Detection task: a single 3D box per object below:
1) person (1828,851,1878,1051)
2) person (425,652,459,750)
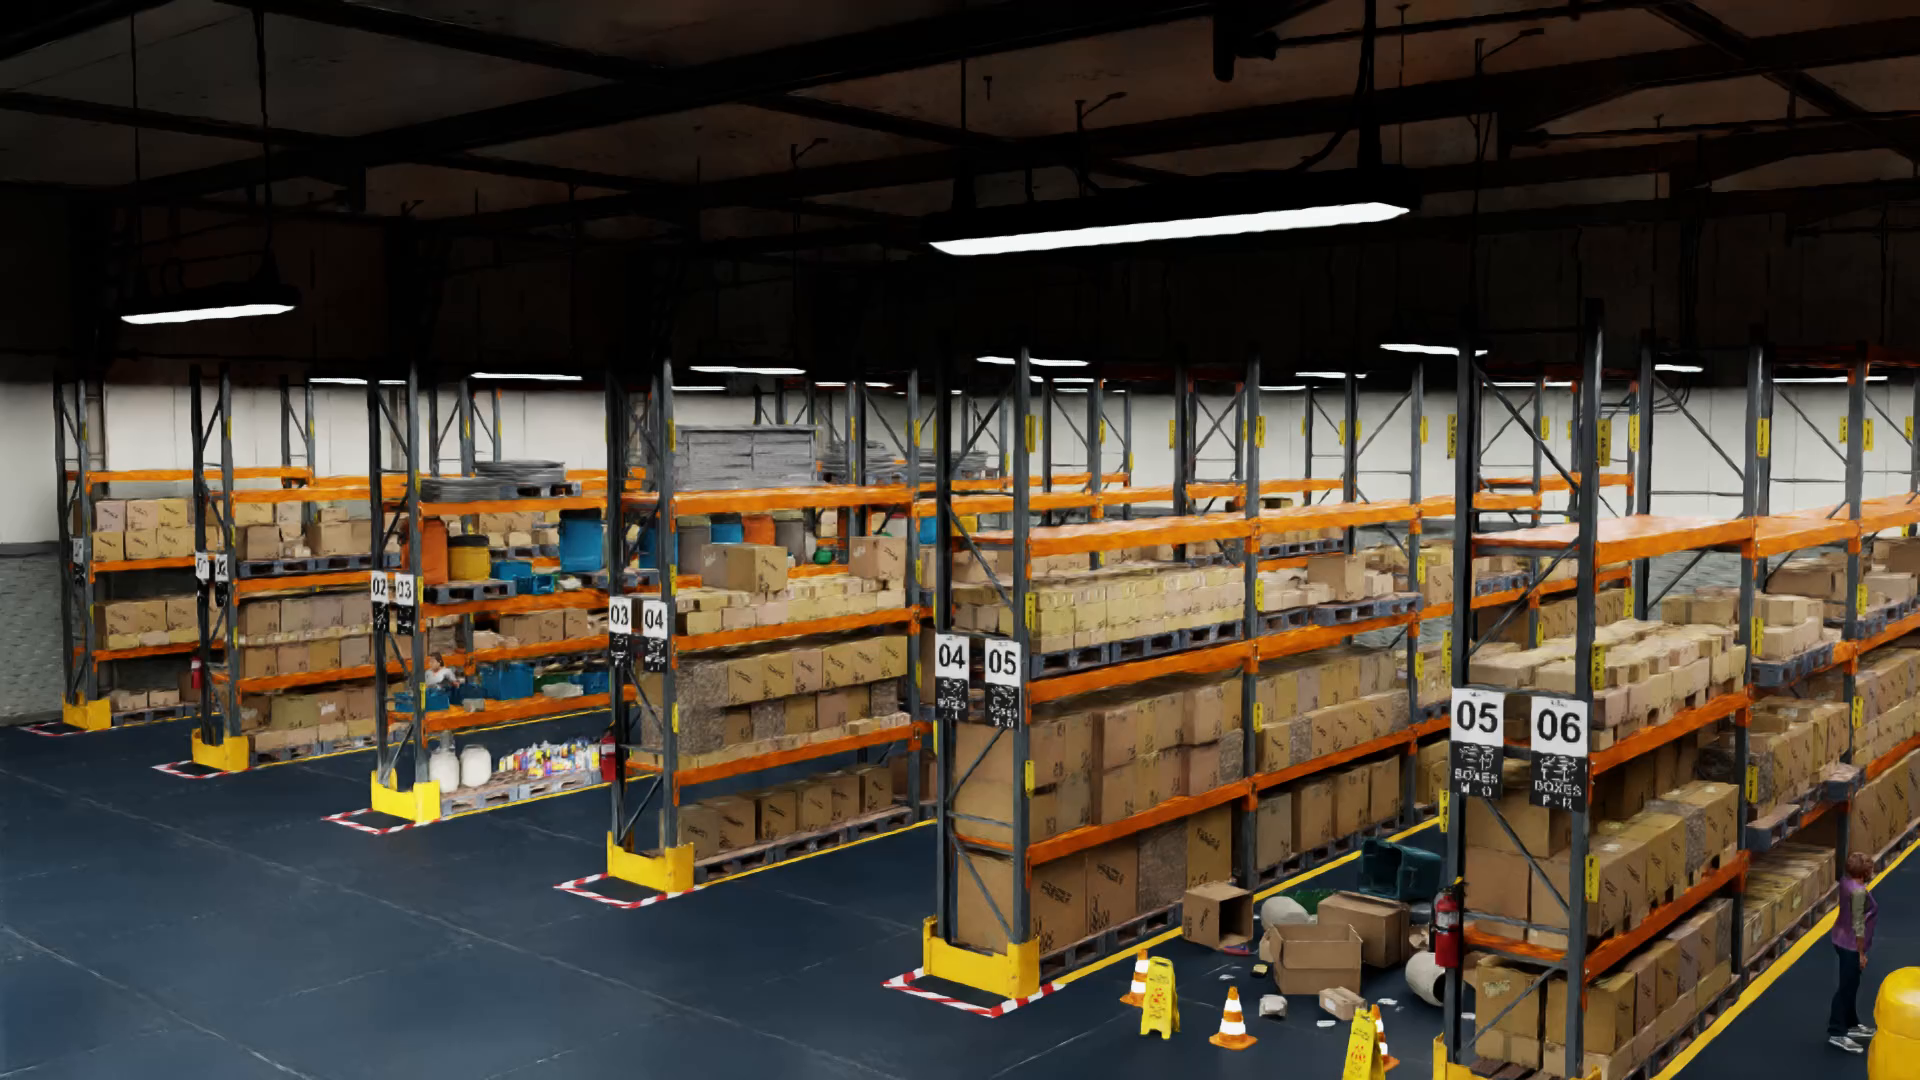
[{"bbox_3d":[7.397,3.369,13.705,0.419,1.589,0.502,1,4,17],"label":"person"},{"bbox_3d":[-7.967,2.506,25.622,0.613,1.605,0.802,2,4,21],"label":"person"}]
